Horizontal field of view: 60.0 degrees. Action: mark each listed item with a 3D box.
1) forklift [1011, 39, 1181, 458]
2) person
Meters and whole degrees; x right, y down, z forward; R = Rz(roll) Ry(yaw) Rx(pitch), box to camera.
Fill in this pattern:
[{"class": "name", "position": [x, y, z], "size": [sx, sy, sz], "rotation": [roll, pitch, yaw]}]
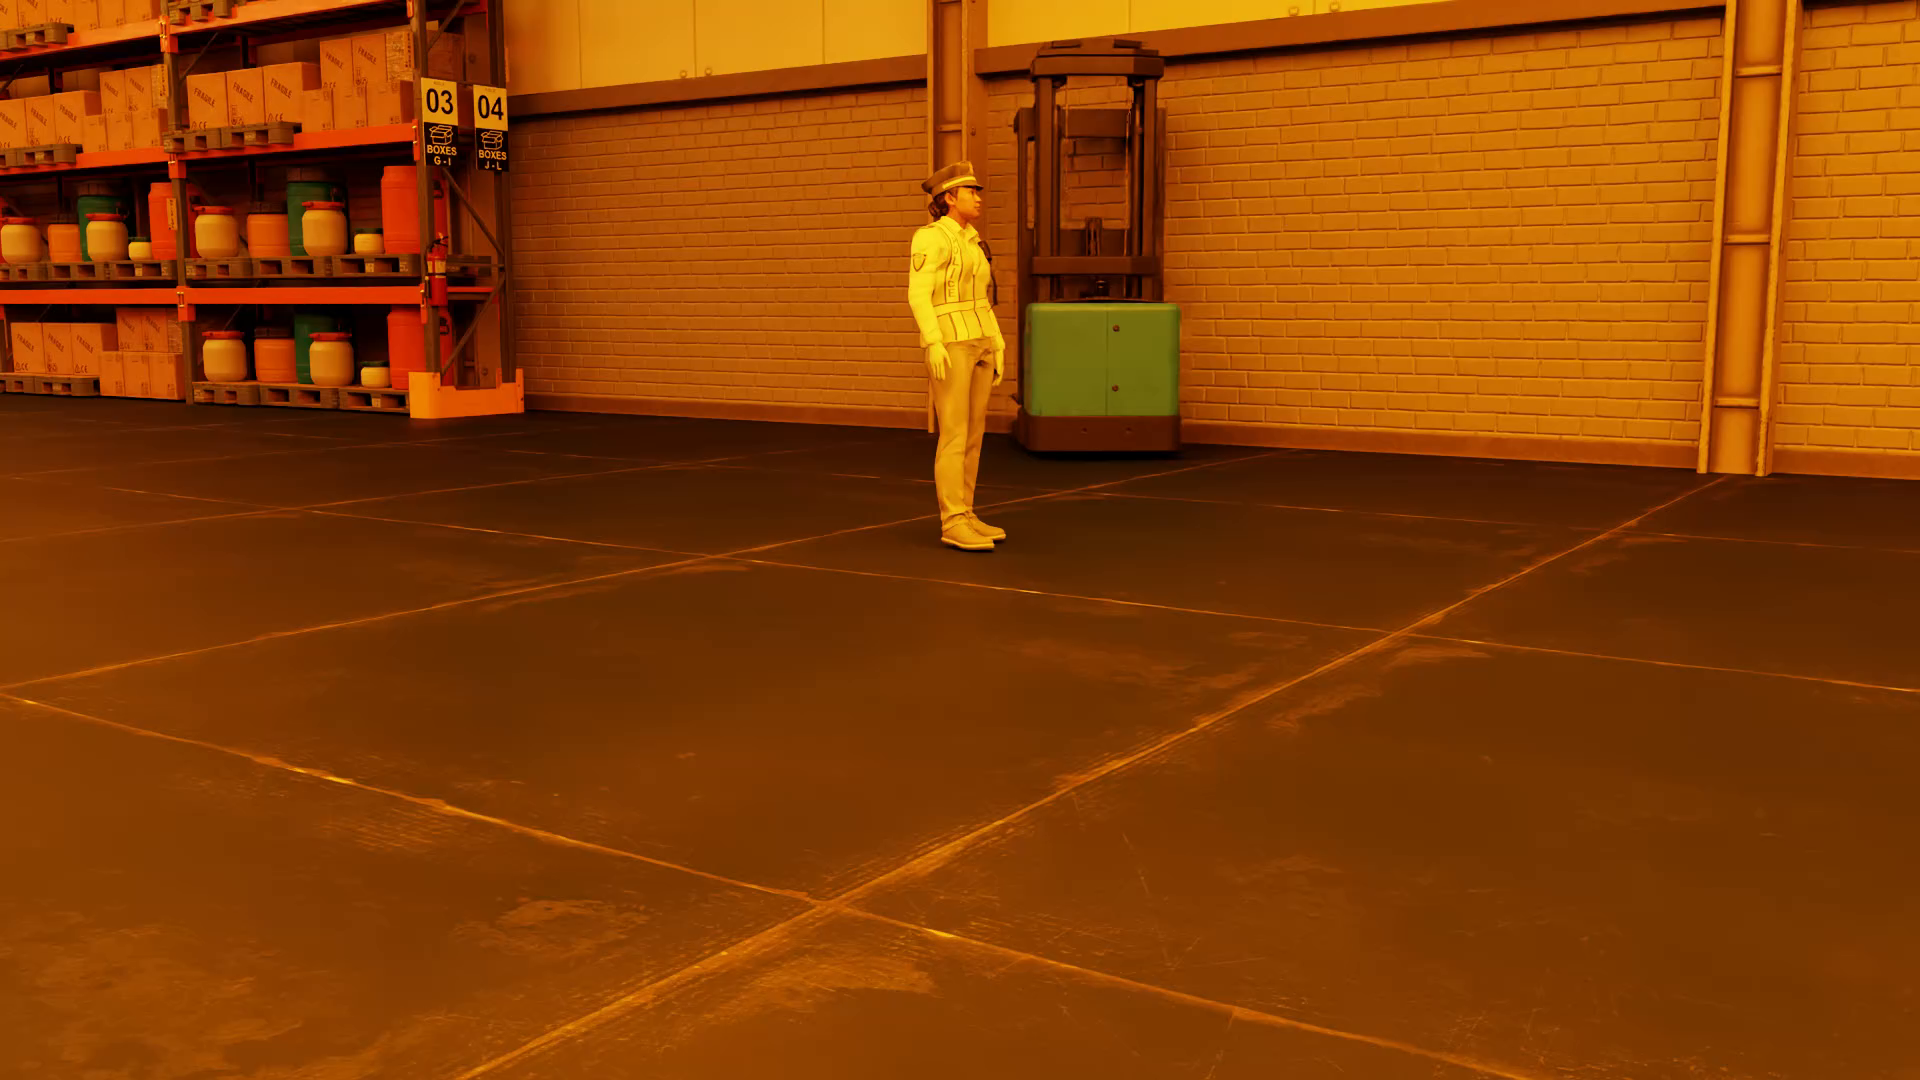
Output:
[{"class": "forklift", "position": [0.970, -2.200, 12.665], "size": [1.130, 2.935, 3.031], "rotation": [0, 8, -1]}, {"class": "person", "position": [0.053, -0.840, 7.439], "size": [0.530, 1.694, 0.586], "rotation": [5, 10, 34]}]
